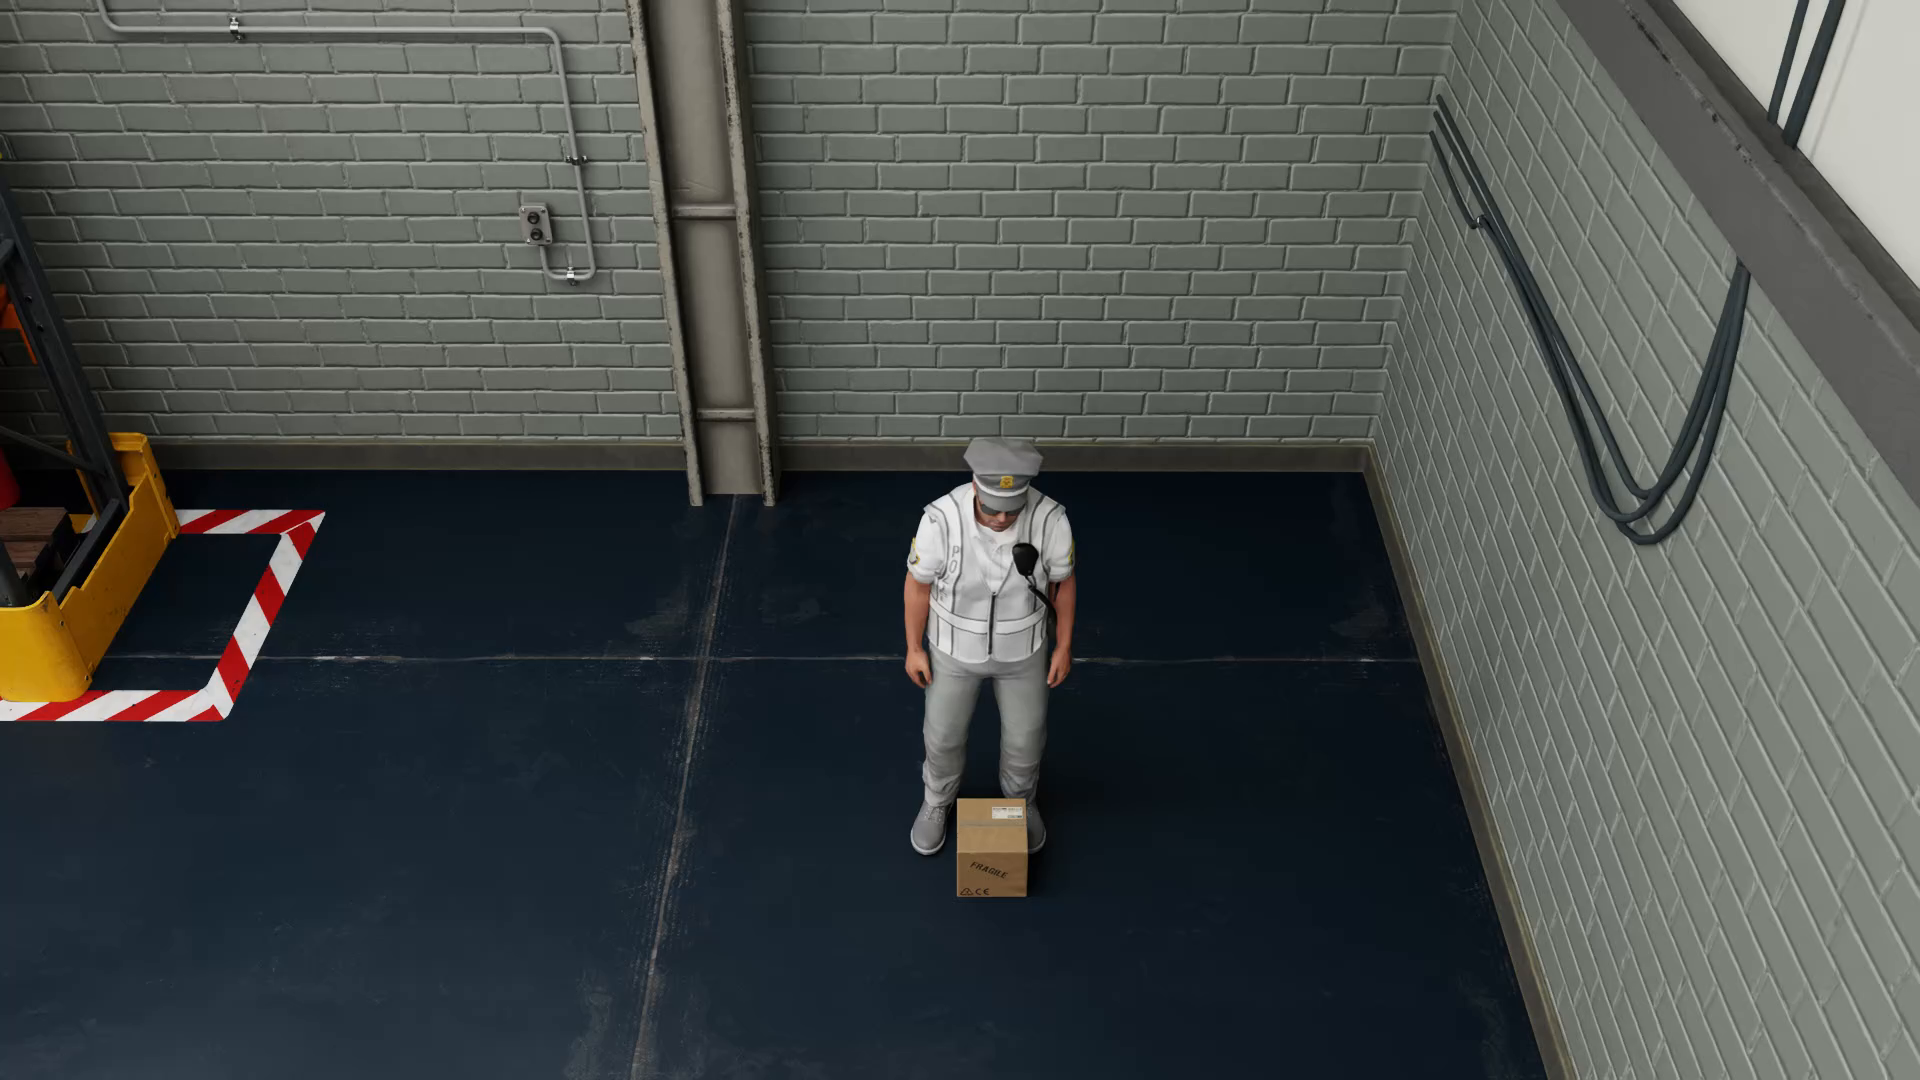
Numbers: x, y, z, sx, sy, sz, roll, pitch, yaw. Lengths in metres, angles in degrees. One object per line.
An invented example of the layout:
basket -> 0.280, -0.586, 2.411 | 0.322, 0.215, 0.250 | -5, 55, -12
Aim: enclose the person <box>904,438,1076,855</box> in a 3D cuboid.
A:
person -> 0.101, 0.353, 5.721 | 0.585, 1.744, 0.440 | -1, 39, -2
